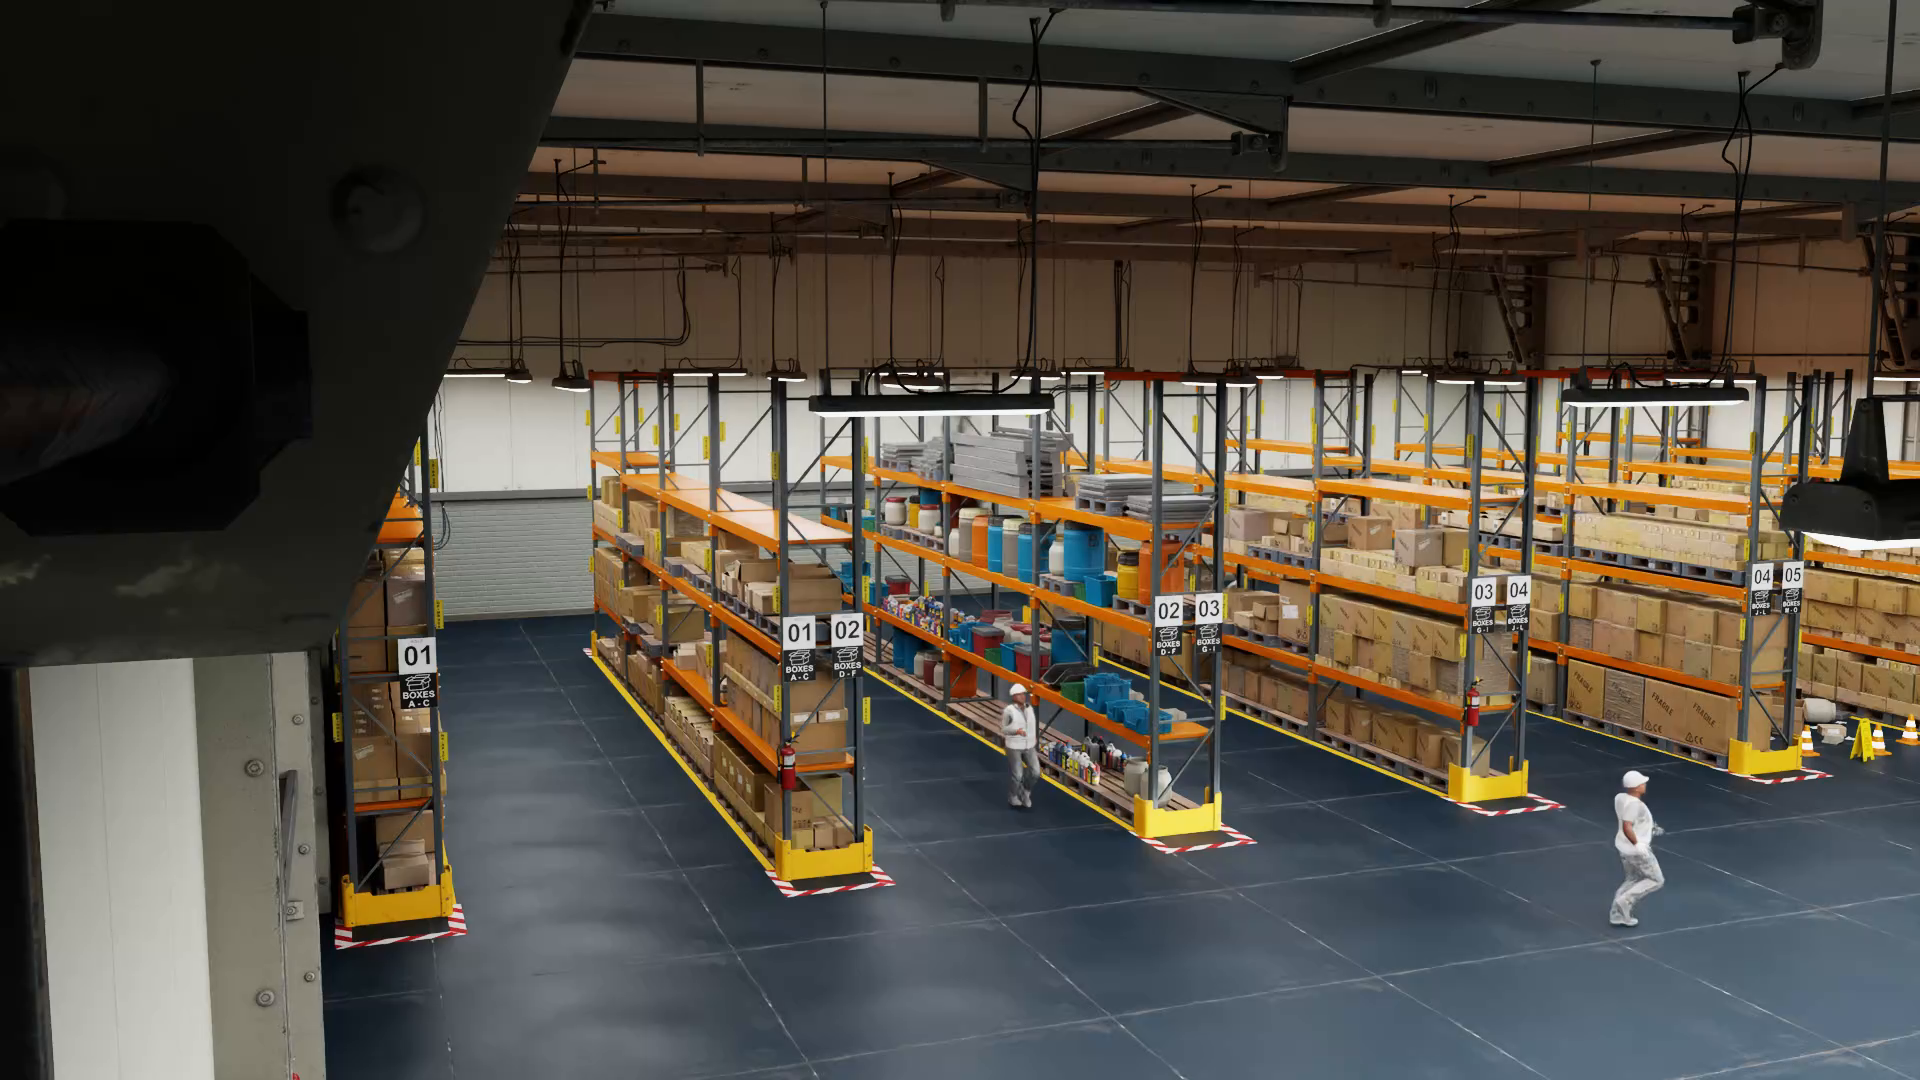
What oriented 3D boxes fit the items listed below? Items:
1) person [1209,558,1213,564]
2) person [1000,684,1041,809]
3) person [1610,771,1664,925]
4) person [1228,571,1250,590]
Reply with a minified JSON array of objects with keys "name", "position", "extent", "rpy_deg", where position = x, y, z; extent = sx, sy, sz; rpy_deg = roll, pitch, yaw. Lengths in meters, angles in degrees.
[{"name":"person","position":[6.322,0.945,41.462],"extent":[0.499,1.535,0.595],"rpy_deg":[-1,7,-13]},{"name":"person","position":[0.875,2.885,23.115],"extent":[0.637,1.767,0.647],"rpy_deg":[-3,7,-25]},{"name":"person","position":[7.508,3.412,18.393],"extent":[0.597,1.739,0.675],"rpy_deg":[0,6,1]},{"name":"person","position":[6.126,1.448,36.870],"extent":[0.557,1.603,0.742],"rpy_deg":[-3,7,-28]}]
